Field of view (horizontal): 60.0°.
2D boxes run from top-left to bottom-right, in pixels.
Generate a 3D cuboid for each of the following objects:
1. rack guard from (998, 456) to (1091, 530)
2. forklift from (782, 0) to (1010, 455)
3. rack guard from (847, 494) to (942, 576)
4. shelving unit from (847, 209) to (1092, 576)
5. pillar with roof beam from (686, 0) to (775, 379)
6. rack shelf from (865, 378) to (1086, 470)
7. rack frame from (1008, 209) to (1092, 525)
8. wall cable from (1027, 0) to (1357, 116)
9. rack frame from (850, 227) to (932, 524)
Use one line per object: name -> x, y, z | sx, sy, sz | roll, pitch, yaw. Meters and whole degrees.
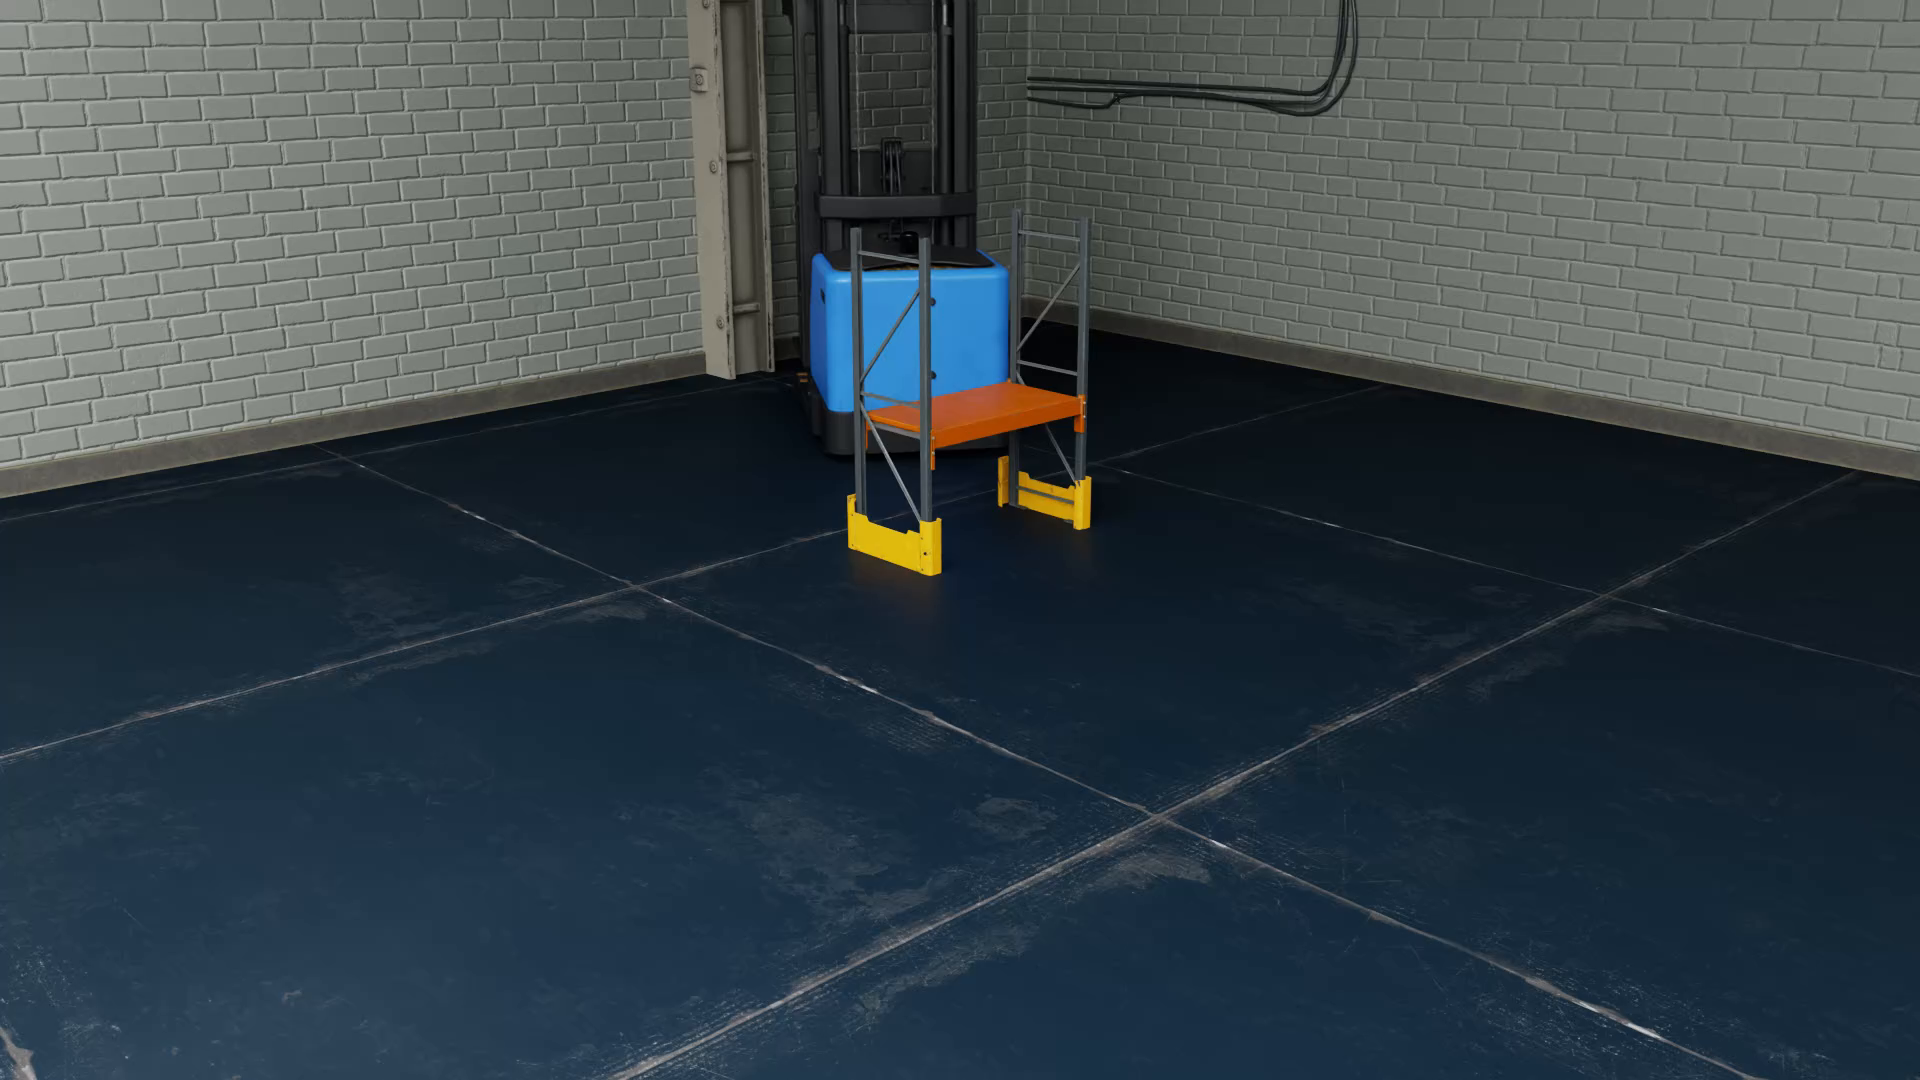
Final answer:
rack guard -> 0.417, -0.241, 8.321 | 0.087, 0.250, 0.587 | -16, 24, -41
forklift -> -0.486, -2.278, 10.258 | 1.130, 2.935, 3.031 | -3, 18, -10
rack guard -> -0.306, -0.030, 7.670 | 0.087, 0.250, 0.587 | -16, 24, -41
shelving unit -> 0.055, -0.730, 7.803 | 1.083, 1.500, 0.587 | -16, 24, -41
pillar with roof beam -> 1.422, -4.489, 7.239 | 0.400, 9.000, 9.100 | -16, 24, -41
rack shelf -> 0.062, -0.560, 7.865 | 1.000, 0.185, 0.538 | -16, 24, -41
rack frame -> 0.431, -0.839, 8.141 | 0.032, 1.500, 0.500 | -16, 24, -41
wall cable -> 1.513, -4.304, 11.705 | 0.112, 2.526, 3.097 | -16, 24, -41
rack frame -> -0.307, -0.624, 7.477 | 0.032, 1.500, 0.500 | -16, 24, -41
